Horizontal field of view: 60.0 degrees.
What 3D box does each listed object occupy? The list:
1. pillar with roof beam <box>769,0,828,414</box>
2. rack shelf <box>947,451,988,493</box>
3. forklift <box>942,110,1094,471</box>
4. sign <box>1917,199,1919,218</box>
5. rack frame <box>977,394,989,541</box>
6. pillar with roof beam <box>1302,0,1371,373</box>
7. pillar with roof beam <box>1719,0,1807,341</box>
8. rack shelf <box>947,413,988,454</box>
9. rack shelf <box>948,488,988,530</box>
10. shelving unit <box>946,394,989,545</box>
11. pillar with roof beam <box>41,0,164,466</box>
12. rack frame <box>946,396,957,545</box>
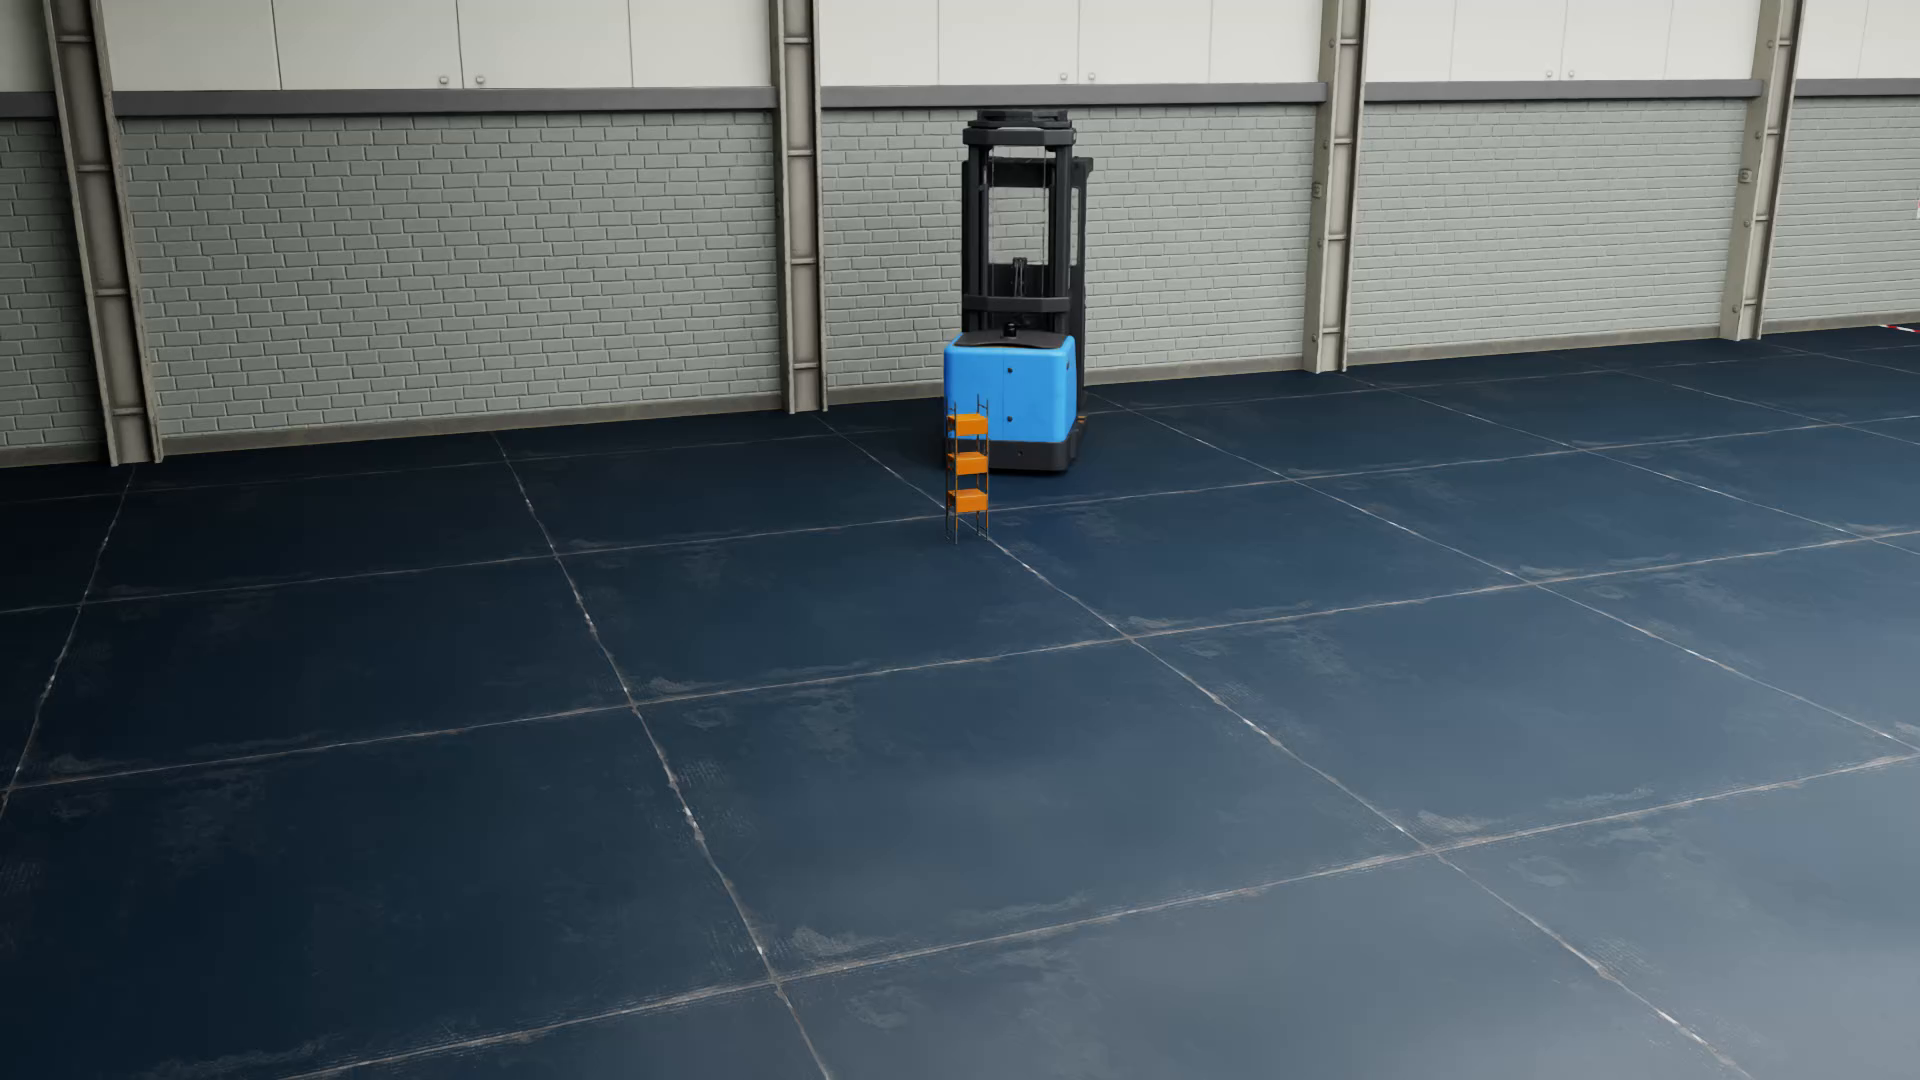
[{"bbox_3d":[-0.003,-4.480,11.381,0.400,9.000,9.100,-6,17,-20],"label":"pillar with roof beam"},{"bbox_3d":[0.050,-0.499,11.972,0.240,0.259,0.215,-6,17,-20],"label":"rack shelf"},{"bbox_3d":[0.595,-2.351,14.902,1.130,2.935,3.031,3,17,9],"label":"forklift"},{"bbox_3d":[12.391,-4.298,21.347,0.234,0.329,0.001,-6,17,-20],"label":"sign"},{"bbox_3d":[0.164,-0.521,12.011,0.008,1.050,0.200,-6,17,-20],"label":"rack frame"},{"bbox_3d":[5.600,-5.084,13.441,0.400,9.000,9.100,-6,17,-20],"label":"pillar with roof beam"},{"bbox_3d":[11.203,-5.689,15.501,0.400,9.000,9.100,-6,17,-20],"label":"pillar with roof beam"},{"bbox_3d":[0.050,-0.771,11.892,0.240,0.259,0.215,-6,17,-20],"label":"rack shelf"},{"bbox_3d":[0.050,-0.232,12.050,0.240,0.259,0.215,-6,17,-20],"label":"rack shelf"},{"bbox_3d":[0.050,-0.509,11.969,0.252,1.050,0.215,-6,17,-20],"label":"shelving unit"},{"bbox_3d":[-5.605,-3.875,9.322,0.400,9.000,9.100,-6,17,-20],"label":"pillar with roof beam"},{"bbox_3d":[-0.064,-0.497,11.927,0.008,1.050,0.200,-6,17,-20],"label":"rack frame"}]
